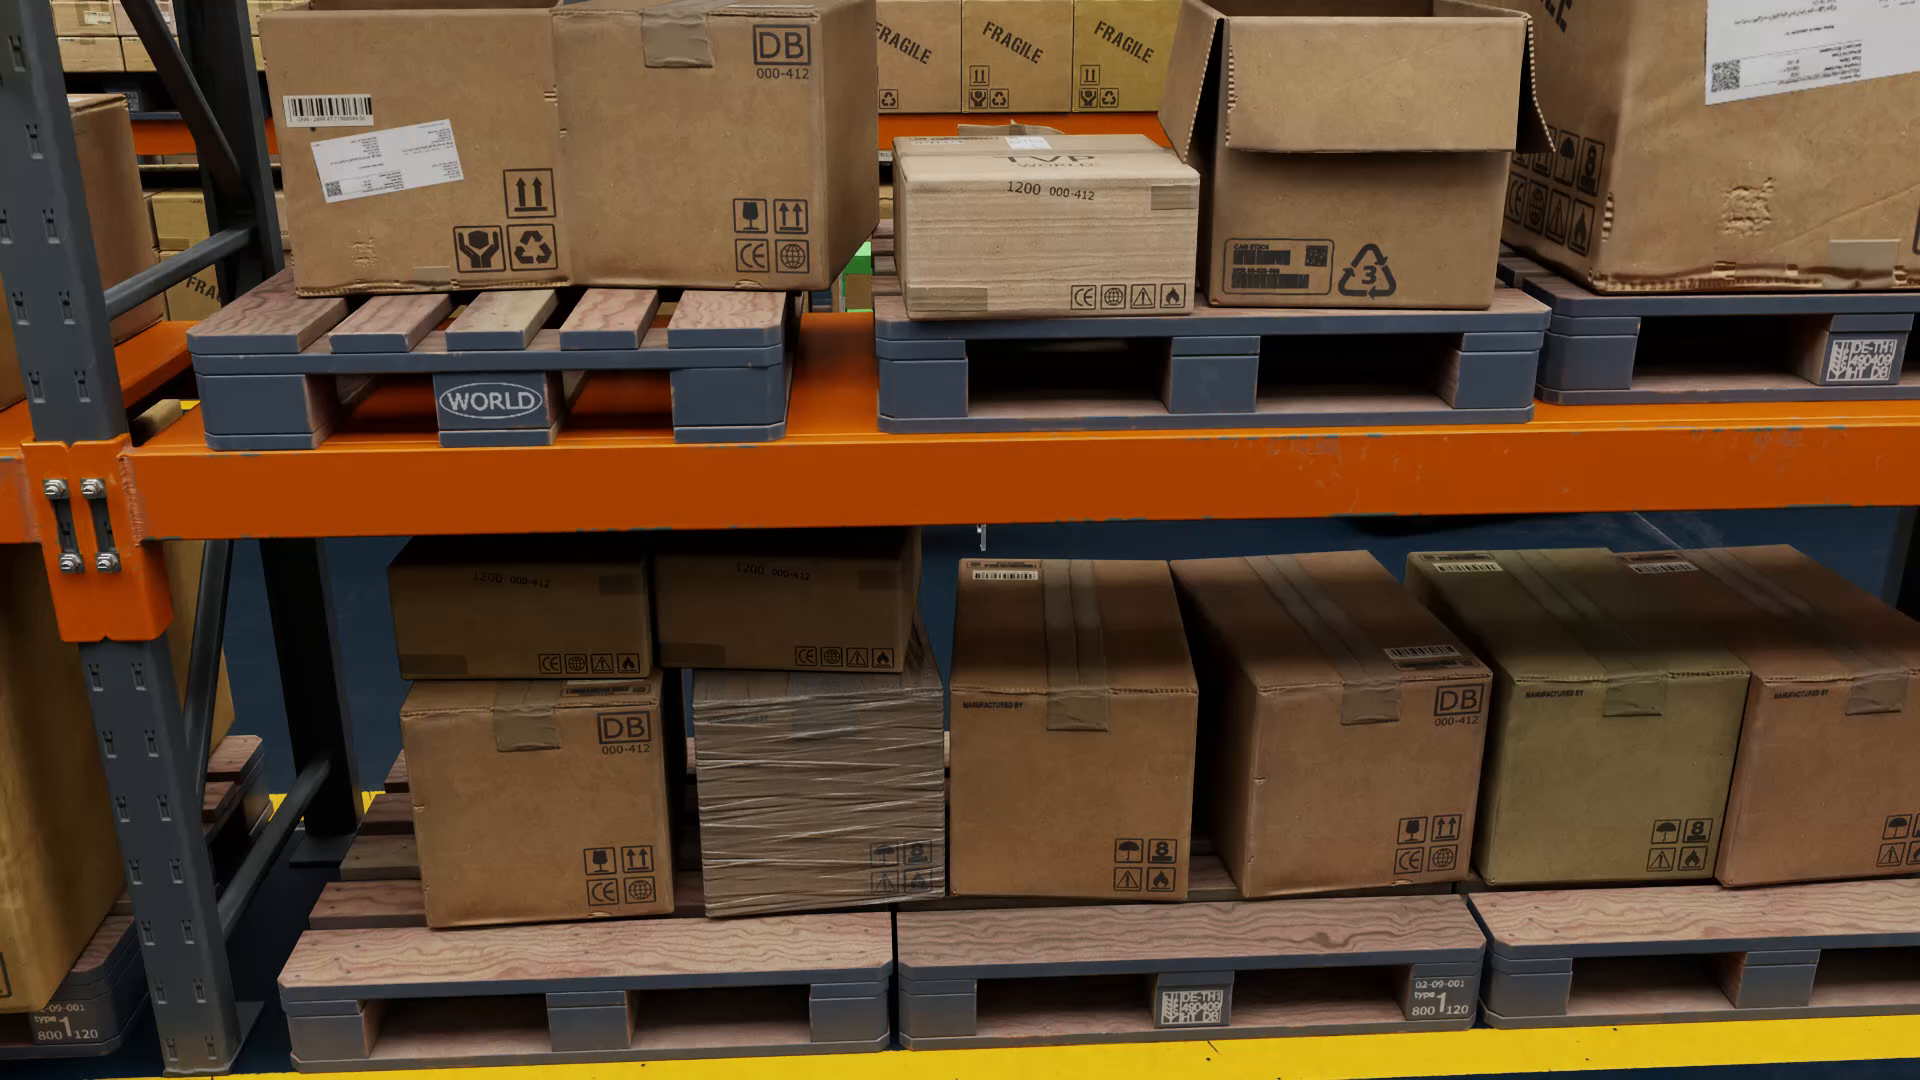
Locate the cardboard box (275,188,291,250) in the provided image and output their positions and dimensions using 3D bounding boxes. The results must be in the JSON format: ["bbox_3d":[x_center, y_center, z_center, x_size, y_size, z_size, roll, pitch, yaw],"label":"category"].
[{"bbox_3d":[-2.902,-1.531,7.796,0.500,0.250,0.500,-1,21,-2],"label":"cardboard box"}]

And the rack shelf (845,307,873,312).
[{"bbox_3d":[-0.165,-0.722,5.836,0.480,0.148,0.258,-1,21,-3],"label":"rack shelf"}]

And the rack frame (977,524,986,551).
[{"bbox_3d":[0.078,-0.562,5.912,0.015,1.200,0.240,-1,21,-3],"label":"rack frame"}]

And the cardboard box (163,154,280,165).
[{"bbox_3d":[-5.493,-3.193,12.688,0.875,0.875,0.875,-1,21,-1],"label":"cardboard box"}]

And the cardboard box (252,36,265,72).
[{"bbox_3d":[-2.951,-2.166,7.357,0.250,0.149,0.380,-1,21,-4],"label":"cardboard box"}]

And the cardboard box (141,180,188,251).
[{"bbox_3d":[-3.930,-1.513,7.747,0.500,0.250,0.500,0,21,-1],"label":"cardboard box"}]

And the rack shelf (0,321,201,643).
[{"bbox_3d":[-3.545,-0.133,3.266,4.000,0.370,1.077,-1,21,-3],"label":"rack shelf"}]

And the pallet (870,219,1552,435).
[{"bbox_3d":[0.425,-0.475,3.422,1.213,0.211,1.003,-1,21,-3],"label":"pallet"}]

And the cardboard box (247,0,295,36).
[{"bbox_3d":[-2.977,-2.303,7.298,0.250,0.149,0.380,-1,21,-3],"label":"cardboard box"}]

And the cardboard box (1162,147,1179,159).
[{"bbox_3d":[1.356,-3.068,13.067,0.625,0.372,0.950,-1,21,-2],"label":"cardboard box"}]

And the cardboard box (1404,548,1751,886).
[{"bbox_3d":[1.353,0.379,3.804,0.500,0.500,0.700,-1,21,-3],"label":"cardboard box"}]

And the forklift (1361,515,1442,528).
[{"bbox_3d":[2.727,-1.726,6.536,3.031,2.935,1.130,-8,22,-19],"label":"forklift"}]

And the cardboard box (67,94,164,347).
[{"bbox_3d":[-2.049,-0.643,3.454,0.500,0.500,0.500,-1,21,-1],"label":"cardboard box"}]

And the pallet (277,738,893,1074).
[{"bbox_3d":[-0.768,0.778,3.781,1.213,0.211,1.003,-1,21,-3],"label":"pallet"}]

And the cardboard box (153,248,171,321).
[{"bbox_3d":[-3.921,-1.168,7.896,0.500,0.500,0.500,-1,21,-2],"label":"cardboard box"}]

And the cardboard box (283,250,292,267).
[{"bbox_3d":[-2.891,-1.186,7.944,0.500,0.500,0.500,0,21,-1],"label":"cardboard box"}]

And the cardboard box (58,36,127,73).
[{"bbox_3d":[-3.750,-2.148,7.311,0.250,0.149,0.380,-2,21,-6],"label":"cardboard box"}]

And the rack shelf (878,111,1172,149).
[{"bbox_3d":[0.266,-1.978,8.112,4.000,0.370,1.077,-1,21,-3],"label":"rack shelf"}]

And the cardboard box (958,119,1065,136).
[{"bbox_3d":[0.101,-0.773,3.534,0.258,0.266,0.396,-2,21,-5],"label":"cardboard box"}]

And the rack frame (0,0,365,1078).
[{"bbox_3d":[-1.549,-0.510,3.244,0.127,3.000,1.000,-1,21,-3],"label":"rack frame"}]

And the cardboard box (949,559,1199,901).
[{"bbox_3d":[0.238,0.402,3.743,0.500,0.500,0.700,1,21,1],"label":"cardboard box"}]

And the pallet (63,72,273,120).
[{"bbox_3d":[-3.705,-2.129,7.768,1.213,0.211,1.003,-1,21,-3],"label":"pallet"}]

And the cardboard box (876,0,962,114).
[{"bbox_3d":[-0.256,-2.255,7.688,0.500,0.500,0.500,-1,21,-3],"label":"cardboard box"}]

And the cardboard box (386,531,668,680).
[{"bbox_3d":[-0.881,0.078,3.541,0.500,0.250,0.500,0,21,-1],"label":"cardboard box"}]

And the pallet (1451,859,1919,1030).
[{"bbox_3d":[1.668,0.728,3.911,1.213,0.211,1.003,-1,21,-3],"label":"pallet"}]

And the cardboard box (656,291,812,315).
[{"bbox_3d":[-1.118,-1.399,8.152,0.750,0.750,1.050,-1,21,-4],"label":"cardboard box"}]

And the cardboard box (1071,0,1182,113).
[{"bbox_3d":[0.748,-2.276,7.742,0.500,0.500,0.500,-1,21,-2],"label":"cardboard box"}]

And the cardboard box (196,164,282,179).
[{"bbox_3d":[-3.434,-1.708,8.262,0.500,0.250,0.500,-1,21,-3],"label":"cardboard box"}]

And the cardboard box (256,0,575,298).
[{"bbox_3d":[-1.012,-0.778,3.218,0.500,0.500,0.500,-4,21,-10],"label":"cardboard box"}]

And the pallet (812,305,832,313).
[{"bbox_3d":[-0.939,-0.960,8.345,1.213,0.211,1.003,-1,21,-3],"label":"pallet"}]

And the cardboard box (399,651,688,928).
[{"bbox_3d":[-0.881,0.432,3.665,0.500,0.500,0.700,-2,21,-6],"label":"cardboard box"}]

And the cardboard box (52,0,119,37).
[{"bbox_3d":[-3.743,-2.288,7.258,0.250,0.149,0.380,-2,21,-4],"label":"cardboard box"}]

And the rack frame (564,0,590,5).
[{"bbox_3d":[-1.731,-2.274,7.877,0.127,3.000,1.000,-1,21,-3],"label":"rack frame"}]

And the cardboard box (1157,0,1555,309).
[{"bbox_3d":[0.720,-0.768,3.186,0.637,0.503,0.797,1,21,2],"label":"cardboard box"}]

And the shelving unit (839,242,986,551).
[{"bbox_3d":[-0.165,-0.557,5.899,0.503,1.200,0.258,-1,21,-3],"label":"shelving unit"}]
